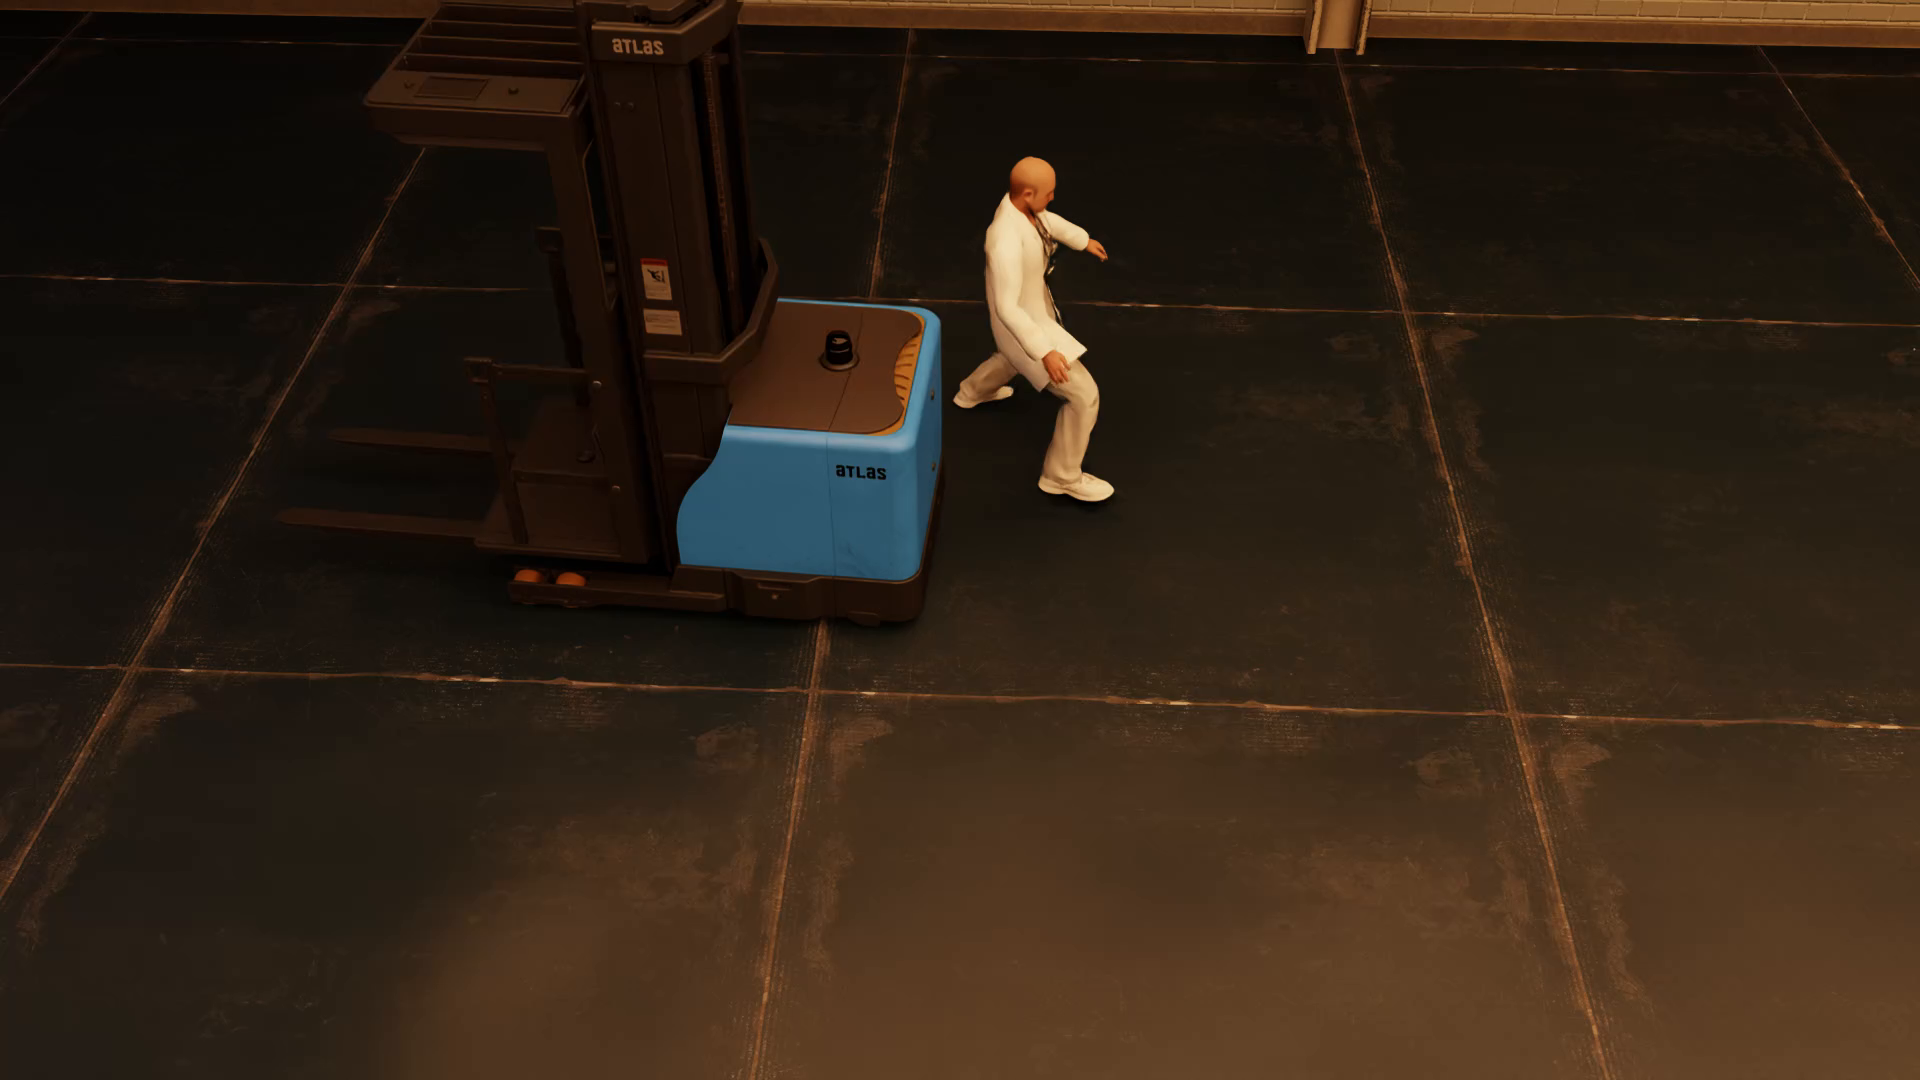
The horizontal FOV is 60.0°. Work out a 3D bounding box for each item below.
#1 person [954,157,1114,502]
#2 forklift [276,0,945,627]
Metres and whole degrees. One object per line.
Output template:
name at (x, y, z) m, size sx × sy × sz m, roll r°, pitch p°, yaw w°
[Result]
person at (0.376, -1.095, 7.966) m, size 0.891 × 1.645 × 1.016 m, roll 6°, pitch 43°, yaw 7°
forklift at (-1.626, -1.122, 6.971) m, size 3.031 × 2.935 × 1.130 m, roll 4°, pitch 43°, yaw 5°
